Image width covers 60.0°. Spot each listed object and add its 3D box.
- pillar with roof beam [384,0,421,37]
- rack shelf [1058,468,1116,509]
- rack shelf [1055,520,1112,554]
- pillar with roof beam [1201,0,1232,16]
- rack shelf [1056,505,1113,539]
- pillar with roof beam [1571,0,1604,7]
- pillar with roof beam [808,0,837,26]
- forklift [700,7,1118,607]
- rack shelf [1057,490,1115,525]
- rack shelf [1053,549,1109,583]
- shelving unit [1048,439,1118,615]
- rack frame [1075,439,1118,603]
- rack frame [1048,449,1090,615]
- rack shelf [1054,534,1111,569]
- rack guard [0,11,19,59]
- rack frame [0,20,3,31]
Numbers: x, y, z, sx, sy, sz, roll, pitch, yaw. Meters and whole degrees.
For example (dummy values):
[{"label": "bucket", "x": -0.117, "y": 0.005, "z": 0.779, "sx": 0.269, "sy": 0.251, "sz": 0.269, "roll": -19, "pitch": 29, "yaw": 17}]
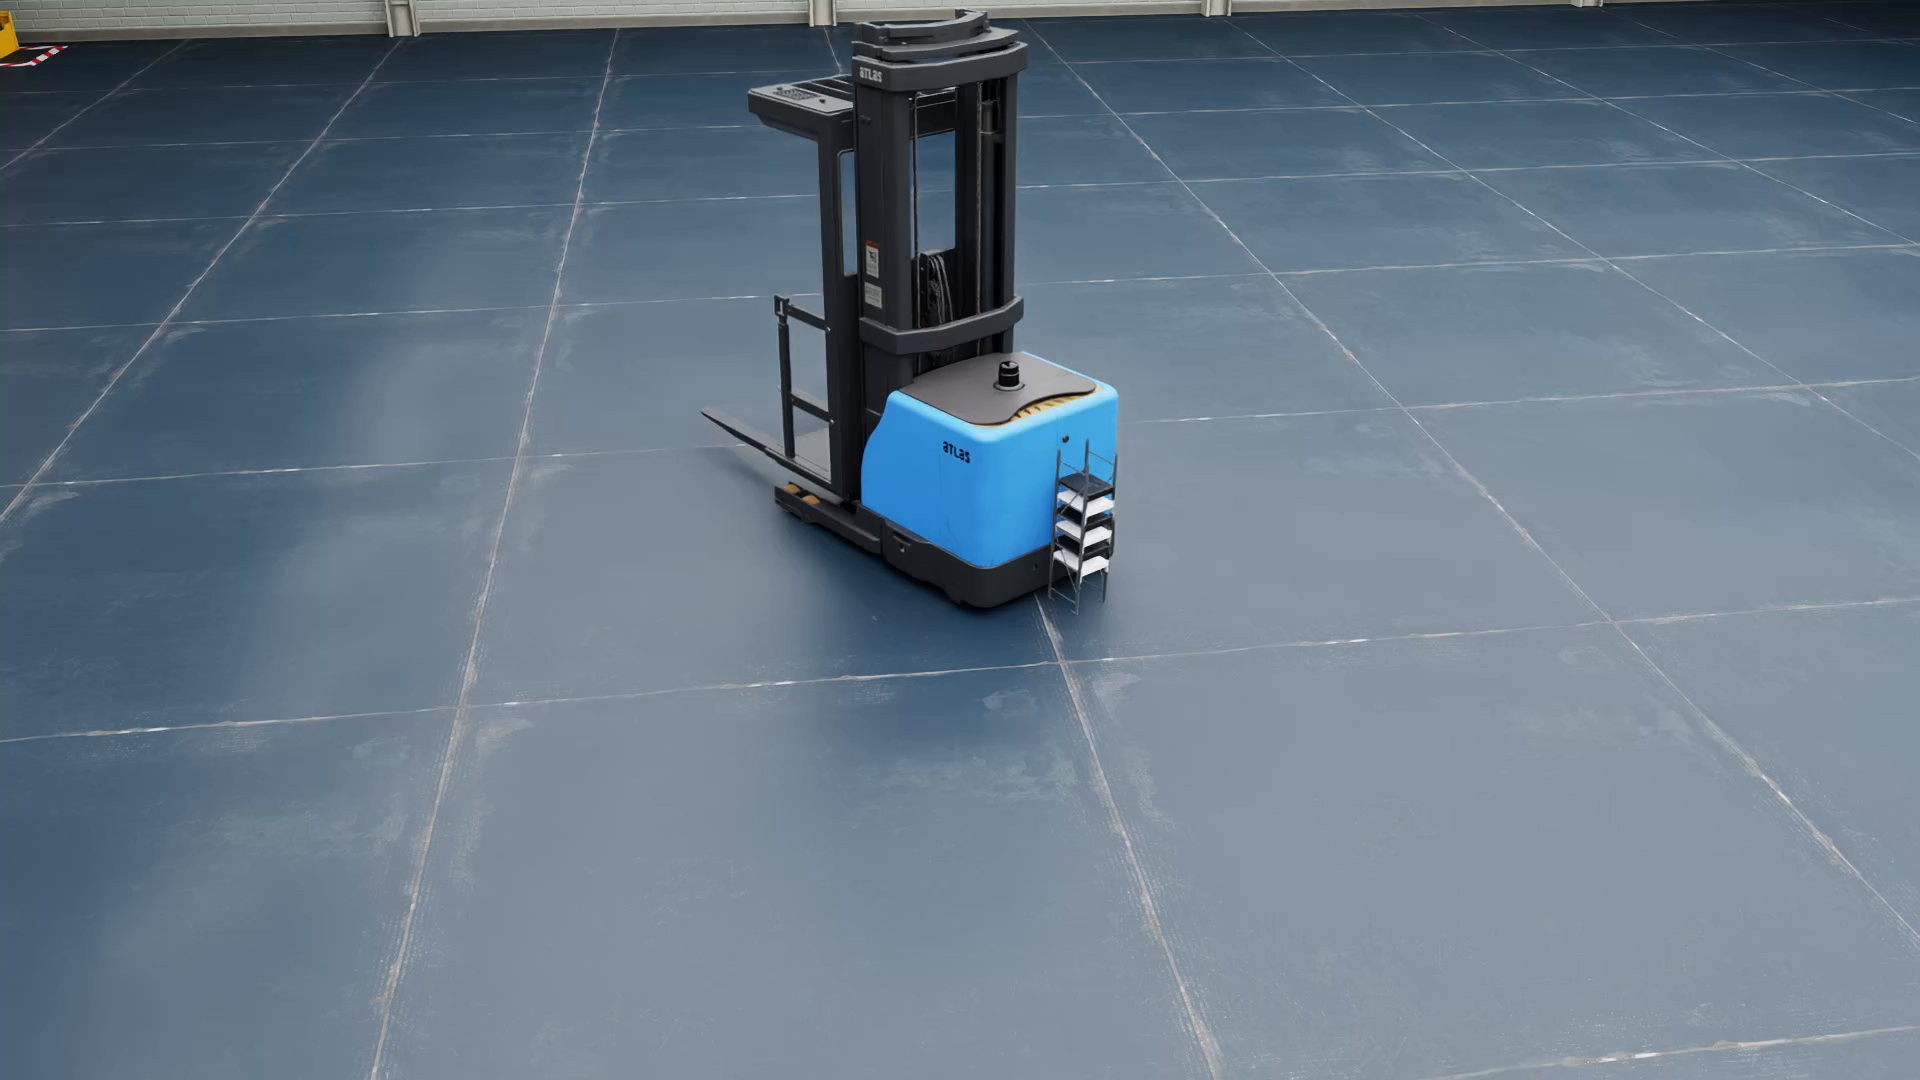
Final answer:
[{"label": "pillar with roof beam", "x": -7.378, "y": -9.326, "z": 18.068, "sx": 0.400, "sy": 9.000, "sz": 9.100, "roll": -4, "pitch": 27, "yaw": -7}, {"label": "rack shelf", "x": 0.659, "y": -0.270, "z": 8.758, "sx": 0.200, "sy": 0.077, "sz": 0.258, "roll": -20, "pitch": 36, "yaw": -34}, {"label": "rack shelf", "x": 0.650, "y": -0.036, "z": 8.891, "sx": 0.200, "sy": 0.077, "sz": 0.258, "roll": -20, "pitch": 36, "yaw": -34}, {"label": "pillar with roof beam", "x": 4.505, "y": -10.089, "z": 19.556, "sx": 0.400, "sy": 9.000, "sz": 9.100, "roll": -4, "pitch": 27, "yaw": -7}, {"label": "rack shelf", "x": 0.653, "y": -0.114, "z": 8.847, "sx": 0.200, "sy": 0.077, "sz": 0.258, "roll": -20, "pitch": 36, "yaw": -34}, {"label": "pillar with roof beam", "x": 10.447, "y": -10.471, "z": 20.300, "sx": 0.400, "sy": 9.000, "sz": 9.100, "roll": -4, "pitch": 27, "yaw": -7}, {"label": "pillar with roof beam", "x": -1.436, "y": -9.708, "z": 18.812, "sx": 0.400, "sy": 9.000, "sz": 9.100, "roll": -4, "pitch": 27, "yaw": -7}, {"label": "forklift", "x": -0.468, "y": -1.538, "z": 9.537, "sx": 1.130, "sy": 2.935, "sz": 3.031, "roll": -21, "pitch": 34, "yaw": -36}, {"label": "rack shelf", "x": 0.656, "y": -0.192, "z": 8.803, "sx": 0.200, "sy": 0.077, "sz": 0.258, "roll": -20, "pitch": 36, "yaw": -34}, {"label": "rack shelf", "x": 0.644, "y": 0.121, "z": 8.980, "sx": 0.200, "sy": 0.077, "sz": 0.258, "roll": -20, "pitch": 36, "yaw": -34}, {"label": "shelving unit", "x": 0.651, "y": -0.065, "z": 8.875, "sx": 0.210, "sy": 0.900, "sz": 0.258, "roll": -20, "pitch": 36, "yaw": -34}, {"label": "rack frame", "x": 0.730, "y": -0.094, "z": 8.932, "sx": 0.006, "sy": 0.900, "sz": 0.240, "roll": -20, "pitch": 36, "yaw": -34}, {"label": "rack frame", "x": 0.572, "y": -0.035, "z": 8.818, "sx": 0.006, "sy": 0.900, "sz": 0.240, "roll": -20, "pitch": 36, "yaw": -34}, {"label": "rack shelf", "x": 0.647, "y": 0.043, "z": 8.936, "sx": 0.200, "sy": 0.077, "sz": 0.258, "roll": -20, "pitch": 36, "yaw": -34}, {"label": "rack guard", "x": -13.080, "y": -6.748, "z": 22.353, "sx": 0.348, "sy": 0.500, "sz": 1.175, "roll": -4, "pitch": 27, "yaw": -7}, {"label": "rack frame", "x": -13.104, "y": -7.858, "z": 21.779, "sx": 0.127, "sy": 3.000, "sz": 1.000, "roll": -4, "pitch": 27, "yaw": -7}]
